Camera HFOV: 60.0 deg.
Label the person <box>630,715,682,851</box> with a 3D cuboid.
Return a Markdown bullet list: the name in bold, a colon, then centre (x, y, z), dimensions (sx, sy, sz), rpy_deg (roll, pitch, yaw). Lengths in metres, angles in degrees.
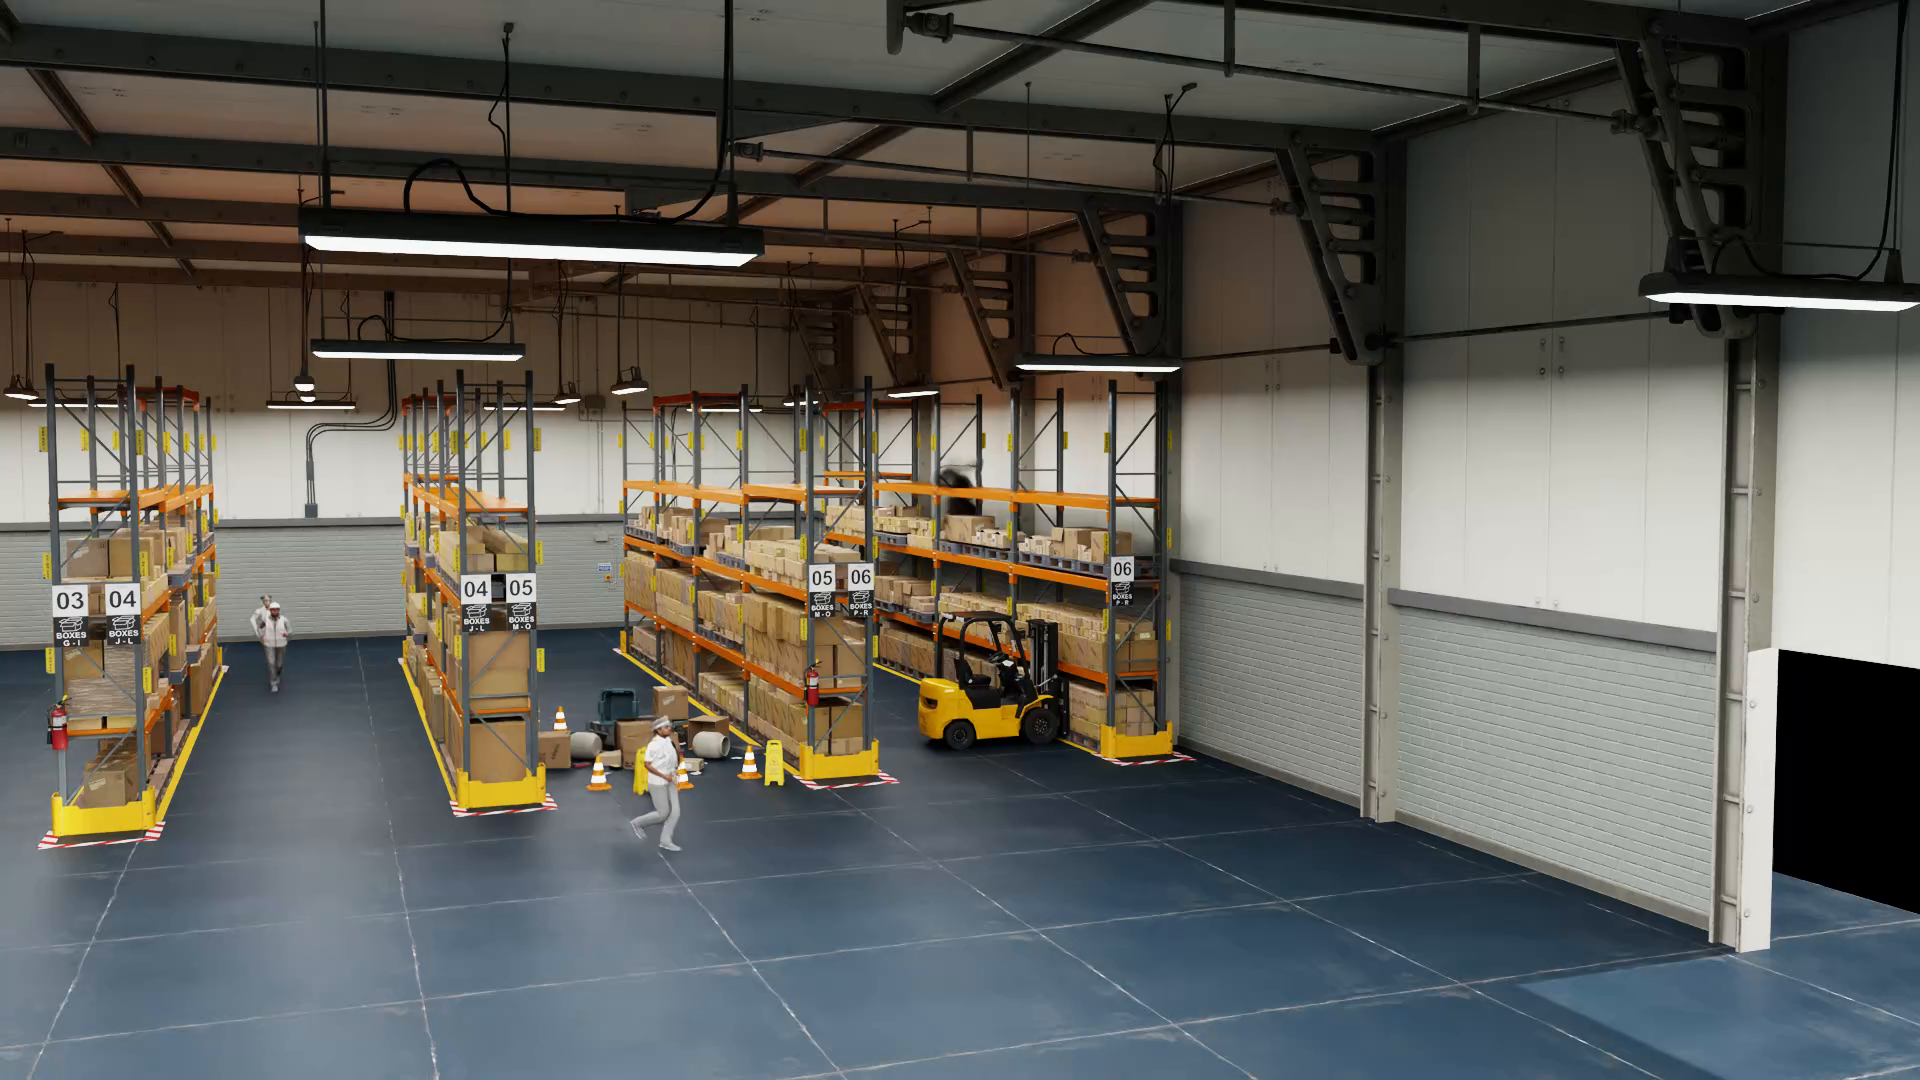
- **person**: centre (-3.738, 2.986, 20.502), dimensions (0.656, 1.676, 0.574), rpy_deg (1, 4, 20)

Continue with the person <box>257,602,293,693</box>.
- **person**: centre (-13.838, 2.146, 33.611), dimensions (0.661, 1.783, 0.933), rpy_deg (-2, 4, -27)

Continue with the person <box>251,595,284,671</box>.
- **person**: centre (-15.172, 2.049, 36.552), dimensions (0.676, 1.700, 0.662), rpy_deg (-3, 5, -42)
